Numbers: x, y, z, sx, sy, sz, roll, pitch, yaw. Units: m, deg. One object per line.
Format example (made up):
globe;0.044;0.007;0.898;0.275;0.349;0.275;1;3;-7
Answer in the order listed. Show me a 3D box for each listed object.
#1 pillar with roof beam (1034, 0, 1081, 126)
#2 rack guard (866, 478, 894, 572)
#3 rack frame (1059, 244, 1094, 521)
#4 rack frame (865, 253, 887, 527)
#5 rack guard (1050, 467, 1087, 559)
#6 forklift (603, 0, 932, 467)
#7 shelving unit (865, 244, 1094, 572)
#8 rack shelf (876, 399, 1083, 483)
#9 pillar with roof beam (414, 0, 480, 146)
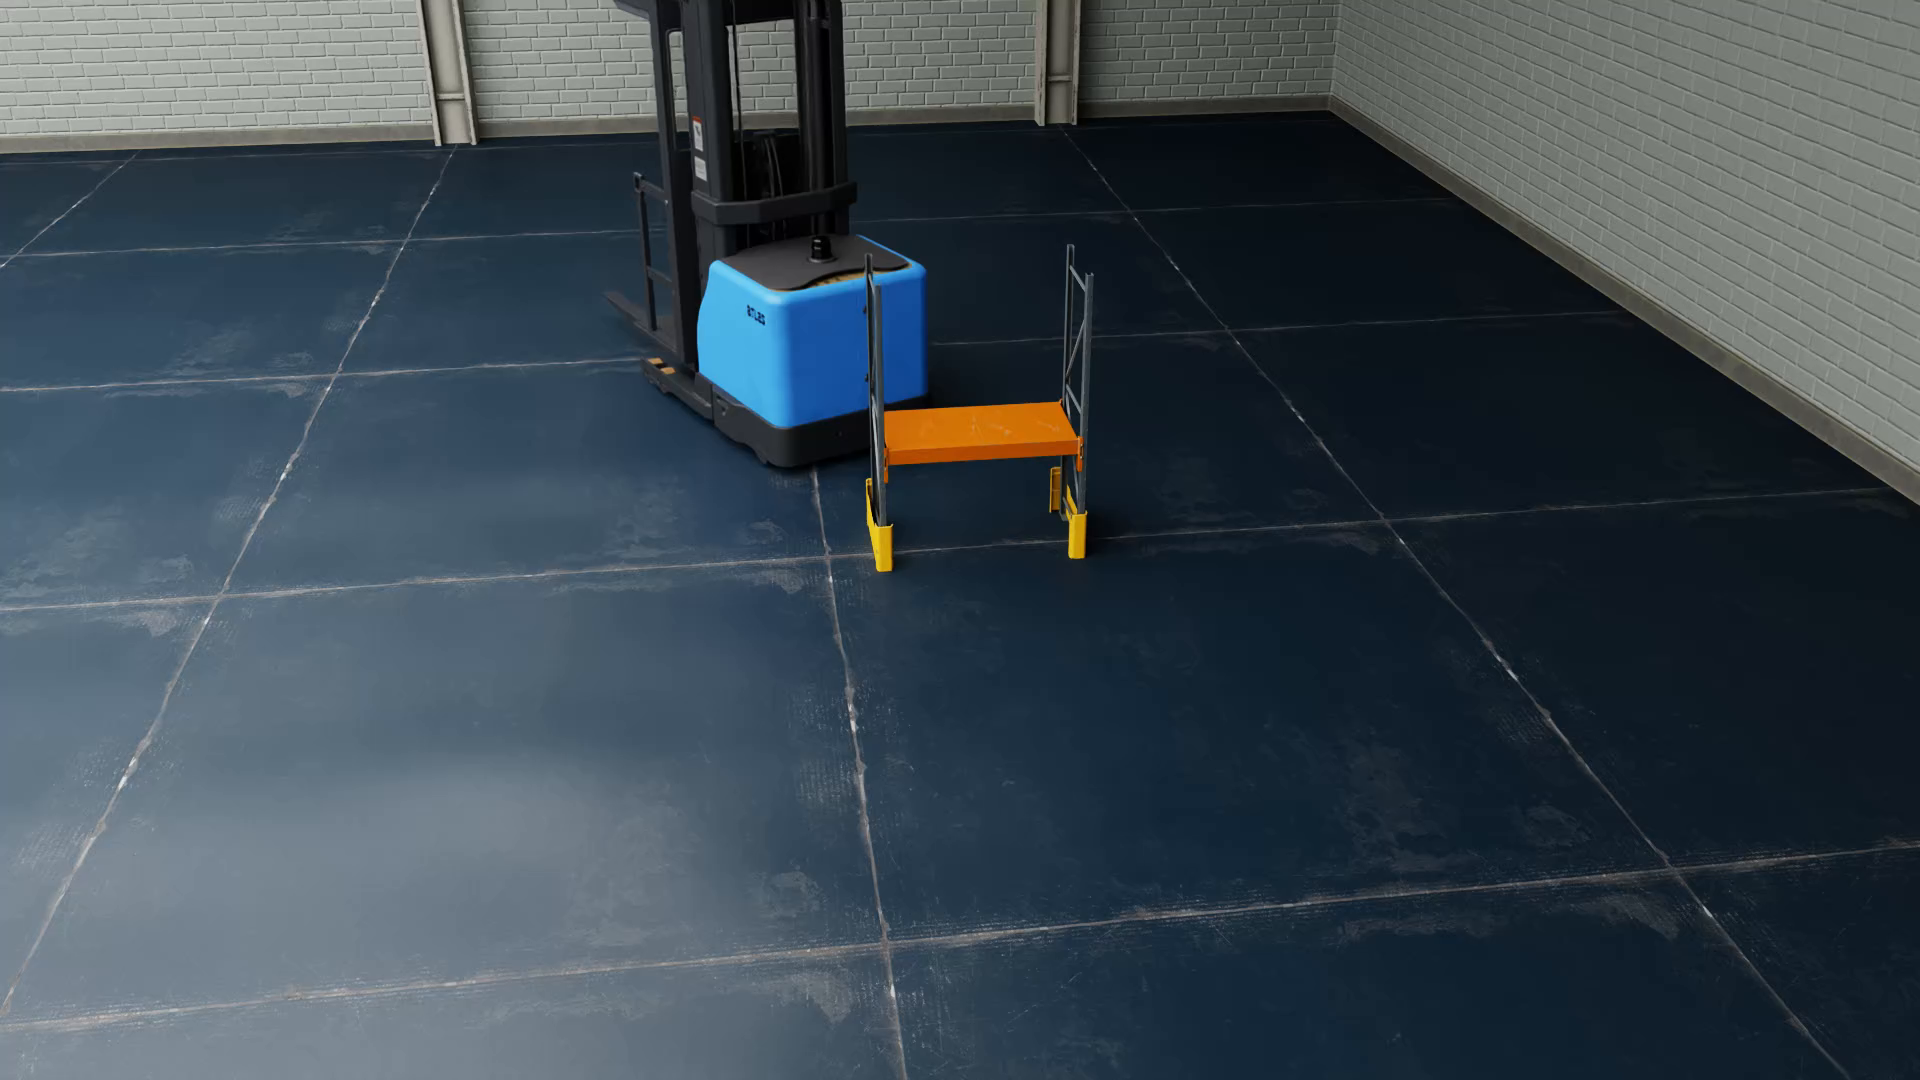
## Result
pillar with roof beam;1.587;-6.375;11.317;0.400;9.000;9.100;-4;27;-7
rack guard;-0.418;-0.084;8.641;0.087;0.250;0.587;-4;27;-7
rack frame;0.588;-0.705;8.481;0.032;1.500;0.500;-4;27;-7
rack frame;-0.419;-0.640;8.355;0.032;1.500;0.500;-4;27;-7
rack guard;0.569;-0.148;8.764;0.087;0.250;0.587;-4;27;-7
forklift;-1.392;-2.341;10.102;1.130;2.935;3.031;-17;31;-29
shelving unit;0.076;-0.672;8.417;1.083;1.500;0.587;-4;27;-7
rack shelf;0.084;-0.513;8.500;1.000;0.185;0.538;-4;27;-7
pillar with roof beam;-4.354;-5.993;10.573;0.400;9.000;9.100;-4;27;-7
